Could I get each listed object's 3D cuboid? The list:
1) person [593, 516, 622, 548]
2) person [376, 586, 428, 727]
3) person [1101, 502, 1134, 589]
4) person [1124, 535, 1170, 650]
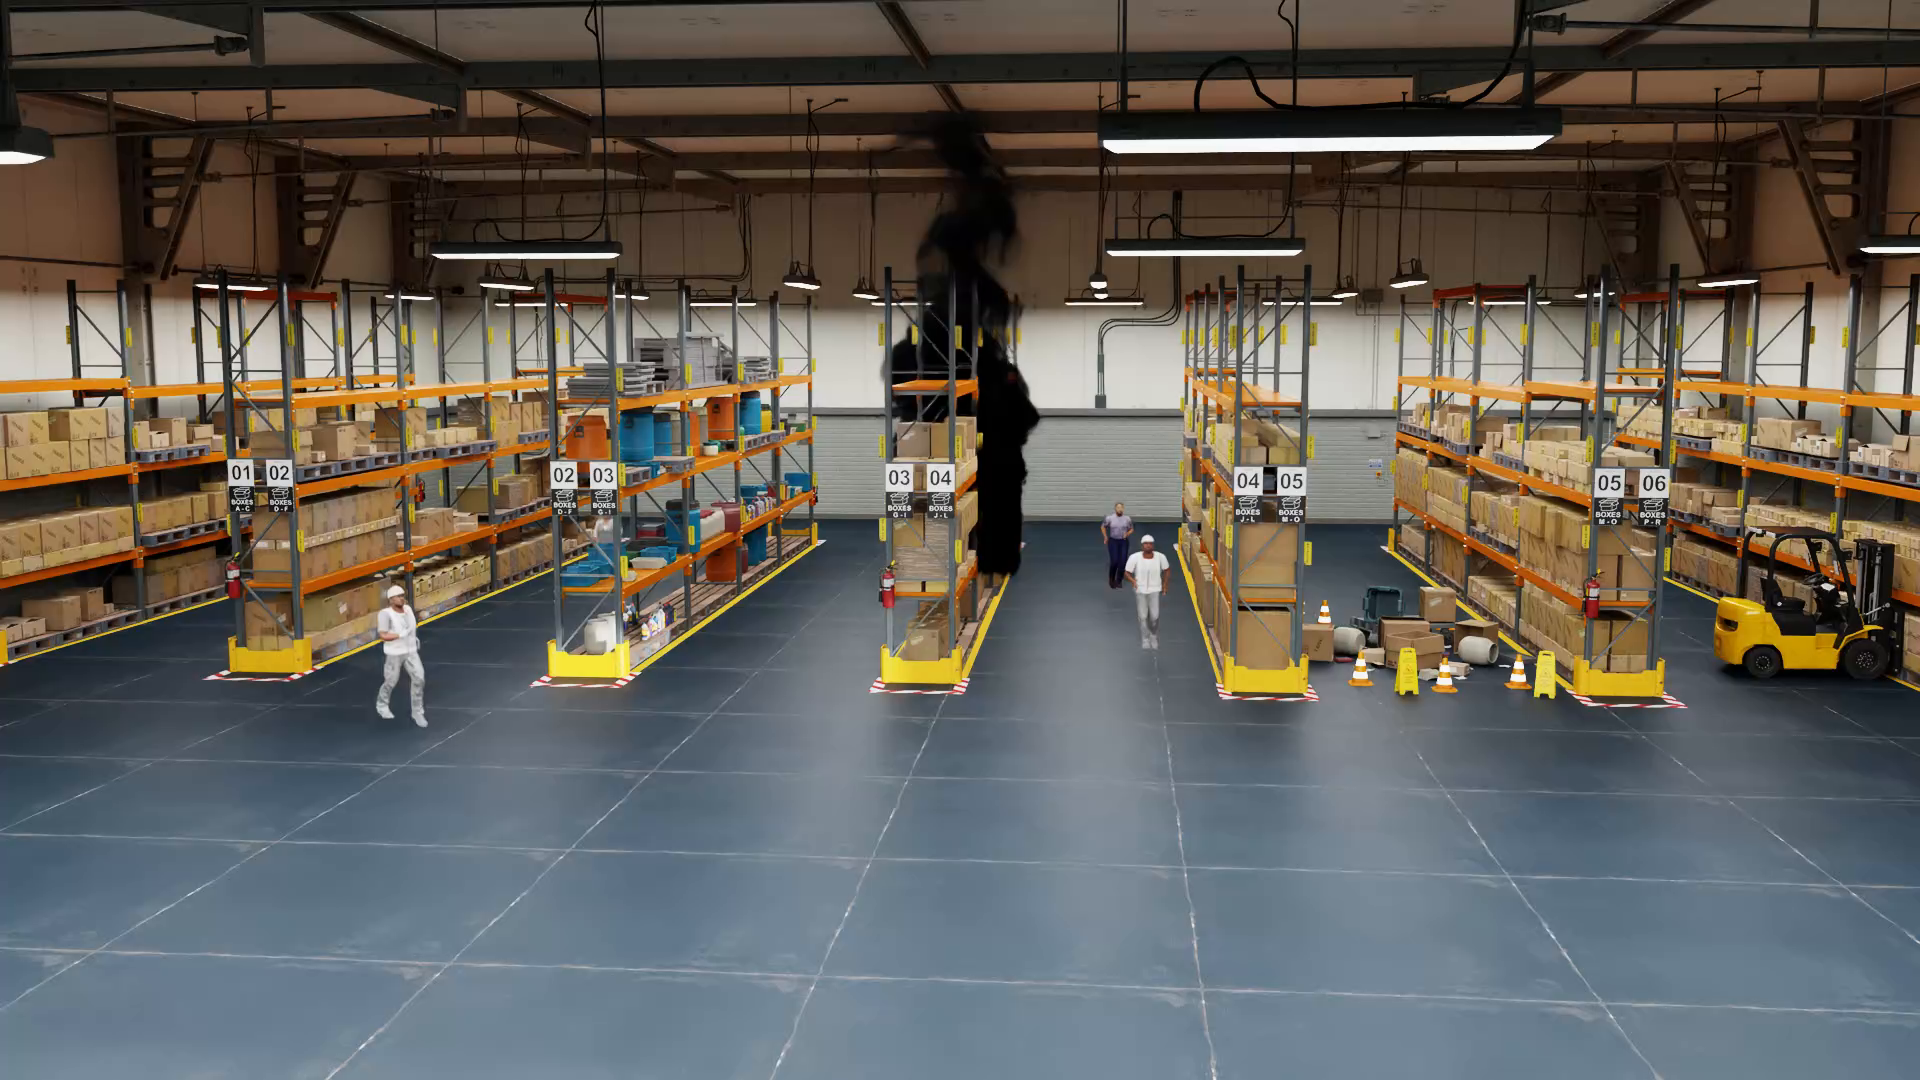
[{"bbox_3d":[-6.595,0.172,31.088,0.536,1.585,0.583,-1,7,-4],"label":"person"},{"bbox_3d":[-7.258,1.502,21.550,0.798,1.843,0.664,5,9,35],"label":"person"},{"bbox_3d":[2.989,0.119,31.362,0.592,1.635,0.583,-1,7,-5],"label":"person"},{"bbox_3d":[2.834,0.805,25.189,0.700,1.776,0.576,1,7,5],"label":"person"}]
